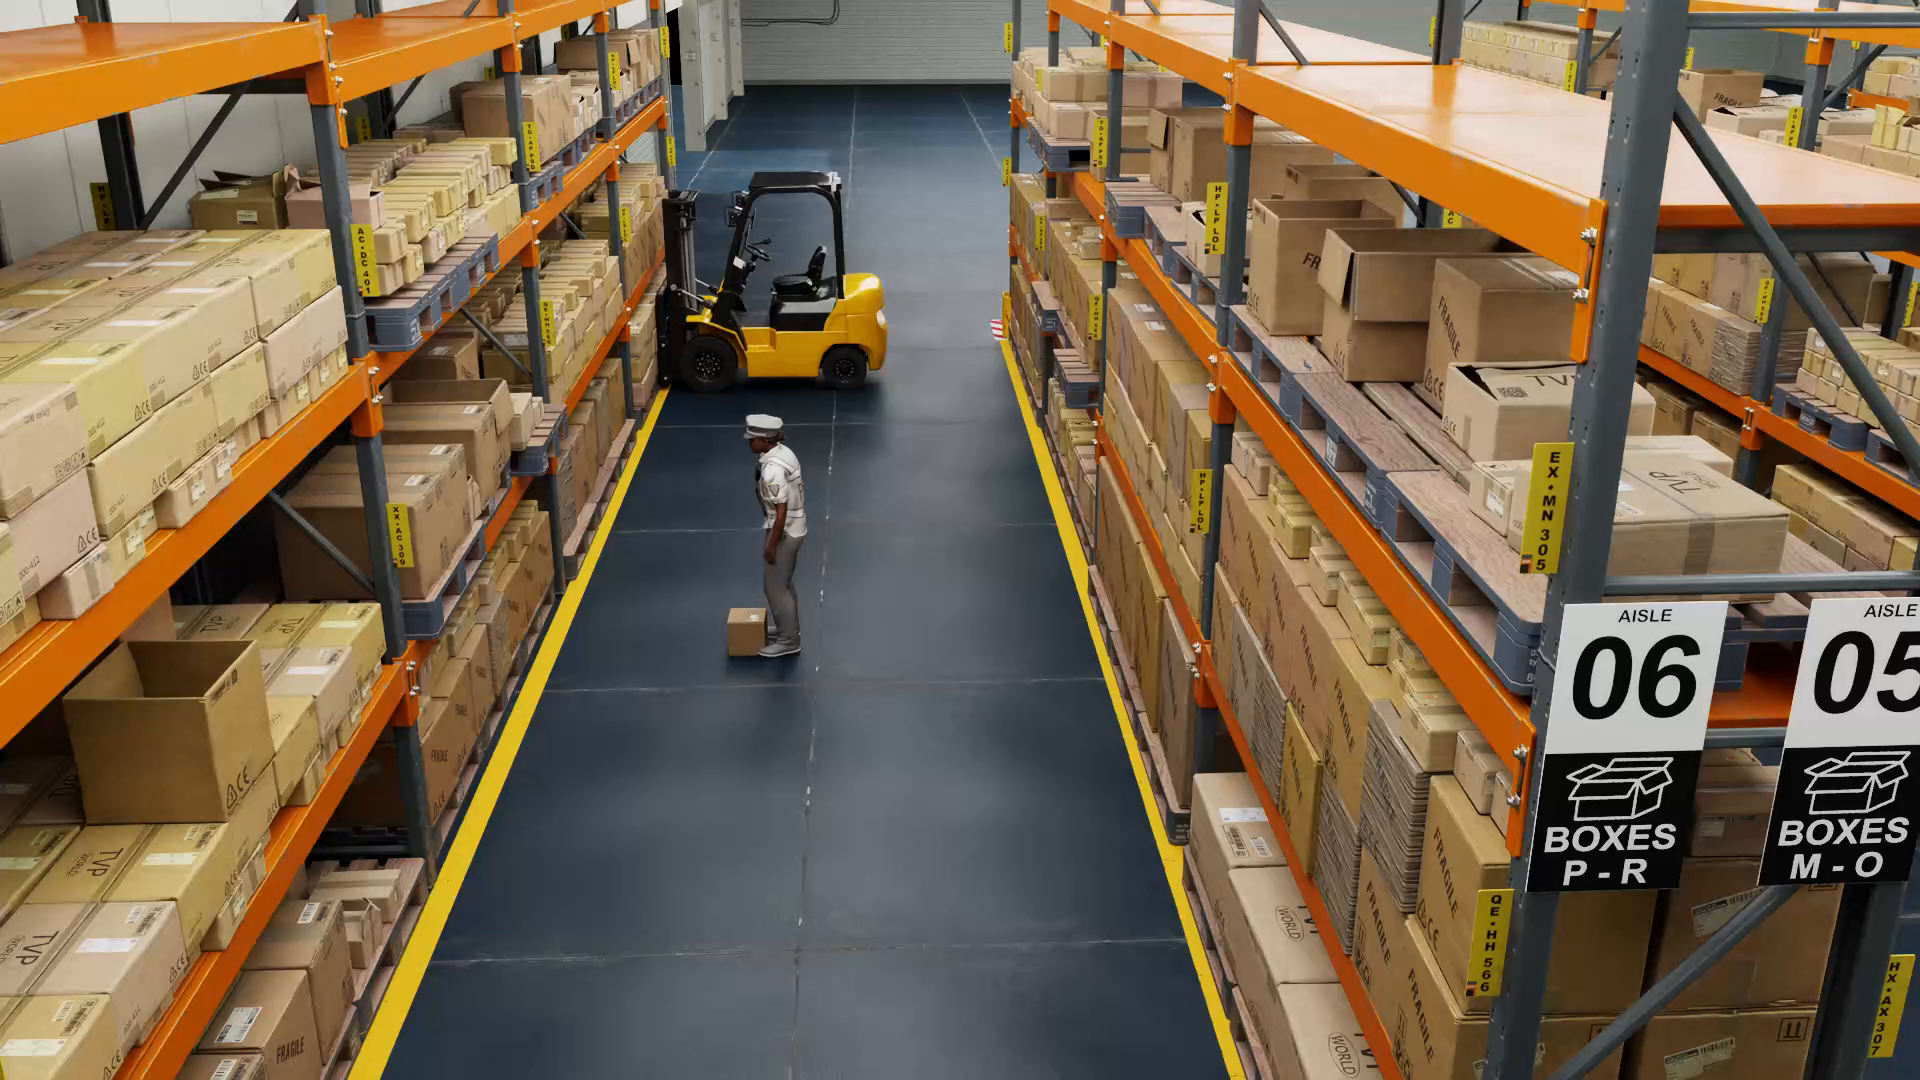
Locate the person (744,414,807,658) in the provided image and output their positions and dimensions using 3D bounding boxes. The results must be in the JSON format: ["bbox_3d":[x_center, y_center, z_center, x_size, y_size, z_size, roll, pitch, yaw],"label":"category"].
[{"bbox_3d":[-1.224,-0.040,11.184,0.393,1.660,0.507,-1,21,-3],"label":"person"}]
